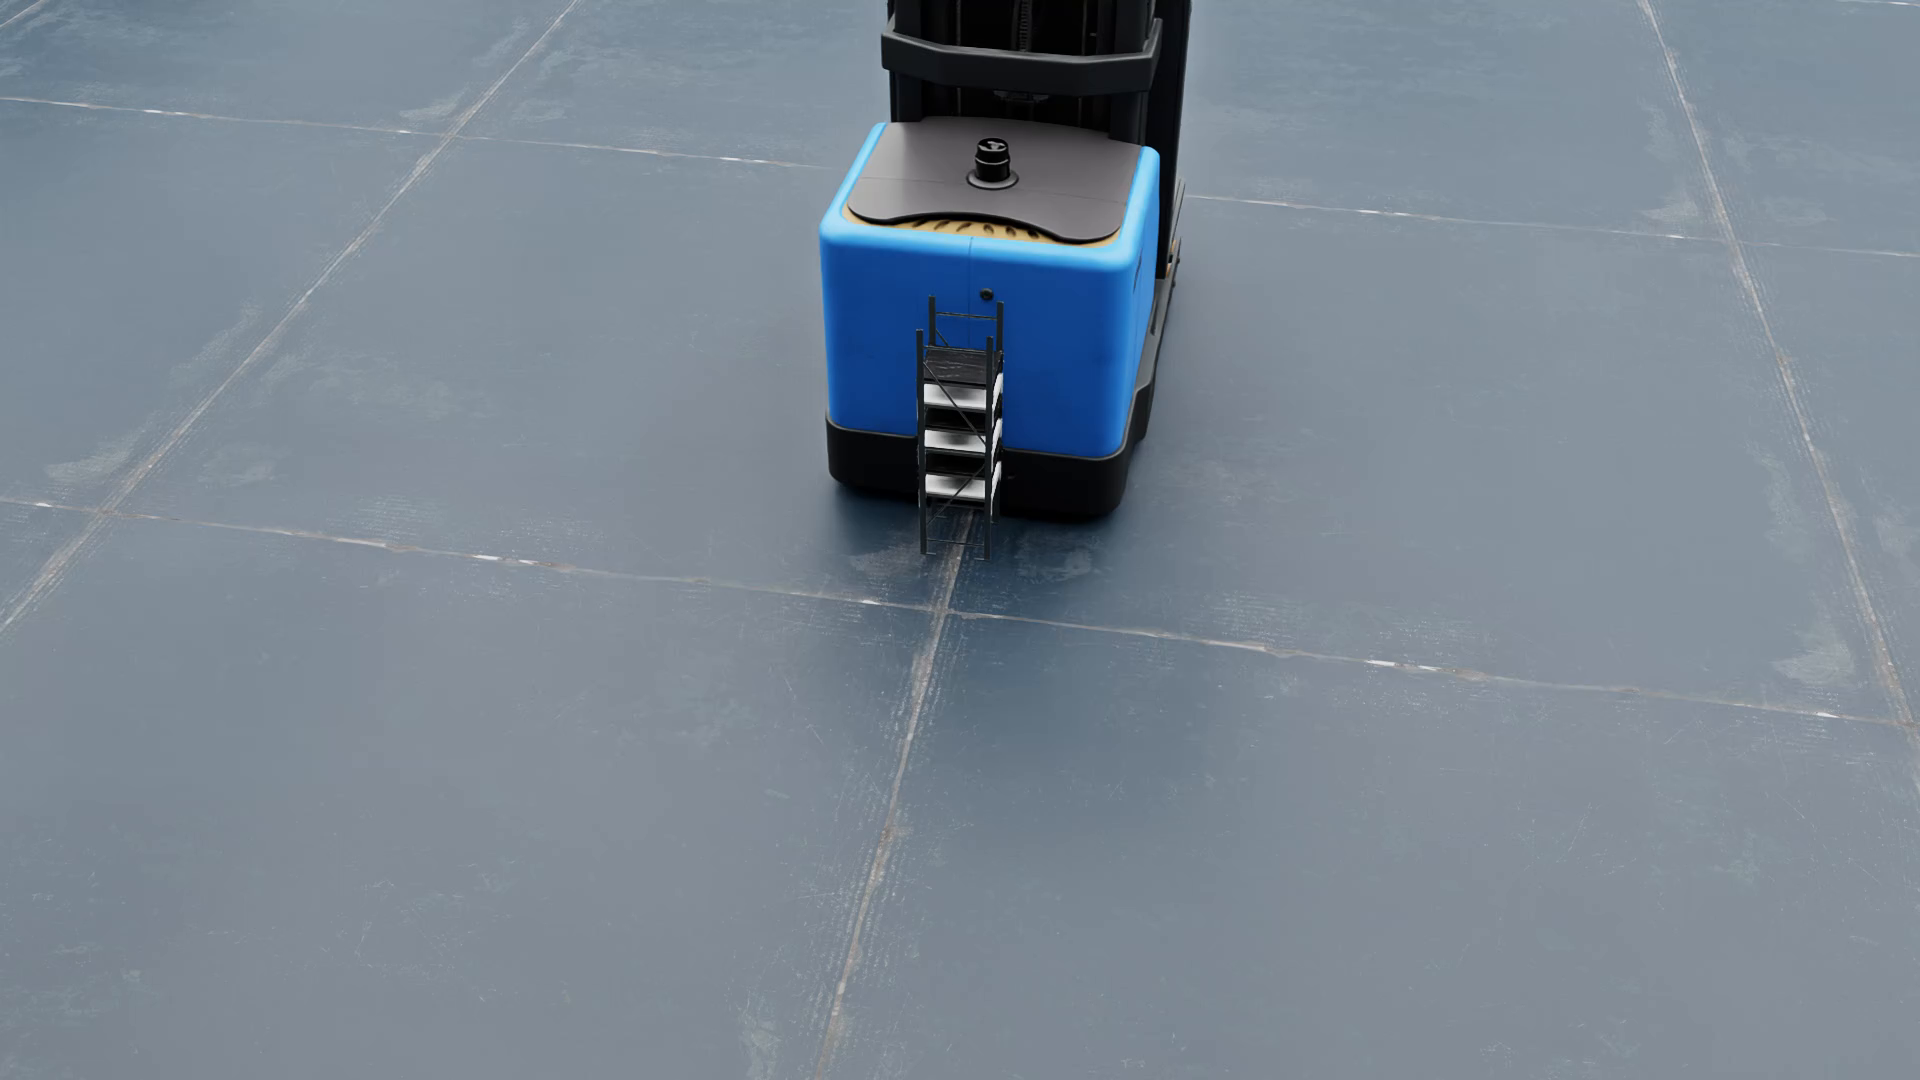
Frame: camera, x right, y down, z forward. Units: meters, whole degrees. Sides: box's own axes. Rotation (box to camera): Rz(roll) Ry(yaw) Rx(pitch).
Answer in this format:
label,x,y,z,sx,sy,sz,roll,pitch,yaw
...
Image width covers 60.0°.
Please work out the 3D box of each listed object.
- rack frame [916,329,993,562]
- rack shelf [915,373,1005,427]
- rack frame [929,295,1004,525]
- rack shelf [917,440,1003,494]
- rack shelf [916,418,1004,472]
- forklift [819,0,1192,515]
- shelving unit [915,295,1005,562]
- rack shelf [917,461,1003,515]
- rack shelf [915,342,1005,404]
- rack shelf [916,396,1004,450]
label,x,y,z,sx,sy,sz,roll,pitch,yaw
rack frame,-0.016,-0.288,5.392,0.240,0.900,0.006,6,40,8
rack shelf,0.001,-0.465,5.376,0.258,0.077,0.200,6,40,8
rack frame,0.019,-0.416,5.547,0.240,0.900,0.006,6,40,8
rack shelf,0.001,-0.257,5.548,0.258,0.077,0.200,6,40,8
rack shelf,0.001,-0.326,5.491,0.258,0.077,0.200,6,40,8
forklift,0.329,-2.158,6.060,1.130,2.935,3.031,7,40,9
shelving unit,0.001,-0.352,5.469,0.258,0.900,0.210,6,40,8
rack shelf,0.001,-0.188,5.605,0.258,0.077,0.200,6,40,8
rack shelf,0.001,-0.534,5.319,0.258,0.077,0.200,6,40,8
rack shelf,0.001,-0.396,5.433,0.258,0.077,0.200,6,40,8
